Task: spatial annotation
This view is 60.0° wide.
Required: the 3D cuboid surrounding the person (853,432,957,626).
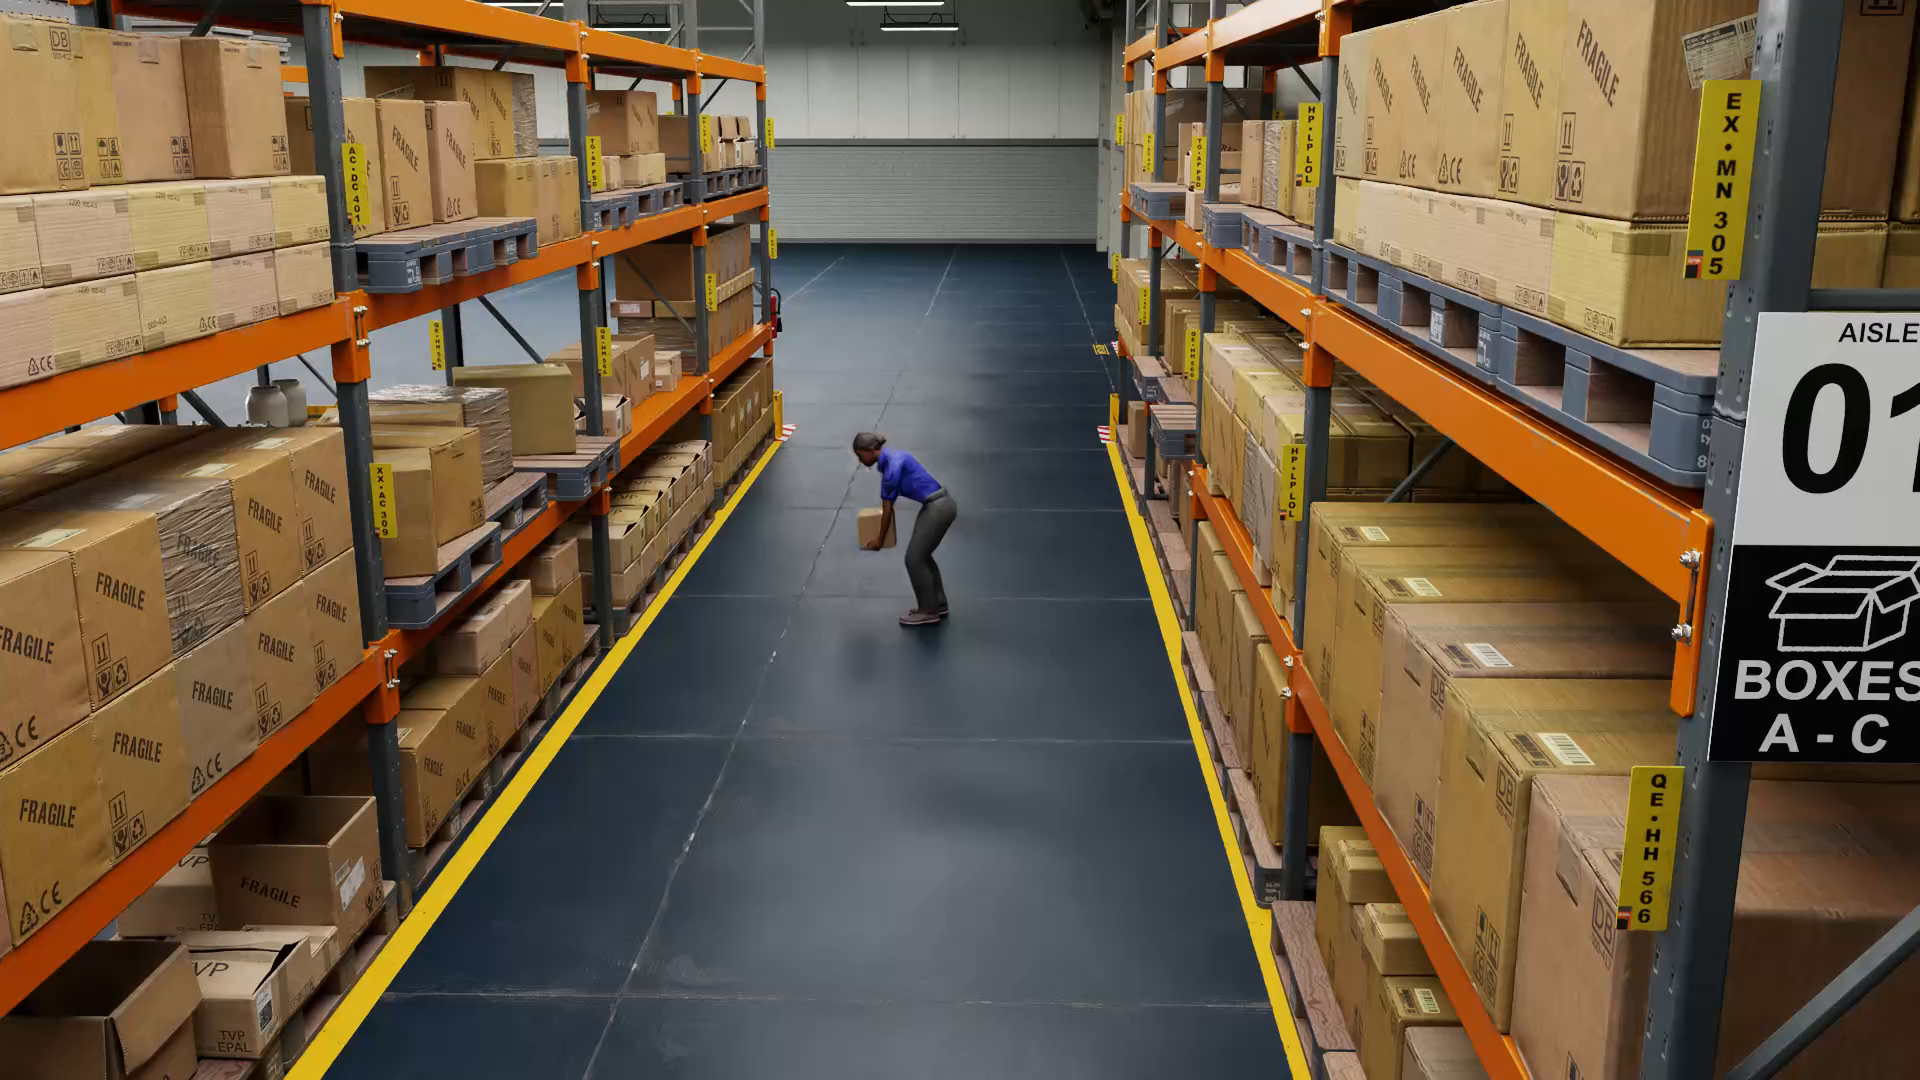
[{"bbox_3d":[-0.390,-0.093,11.942,0.740,1.395,0.402,0,14,0],"label":"person"}]
